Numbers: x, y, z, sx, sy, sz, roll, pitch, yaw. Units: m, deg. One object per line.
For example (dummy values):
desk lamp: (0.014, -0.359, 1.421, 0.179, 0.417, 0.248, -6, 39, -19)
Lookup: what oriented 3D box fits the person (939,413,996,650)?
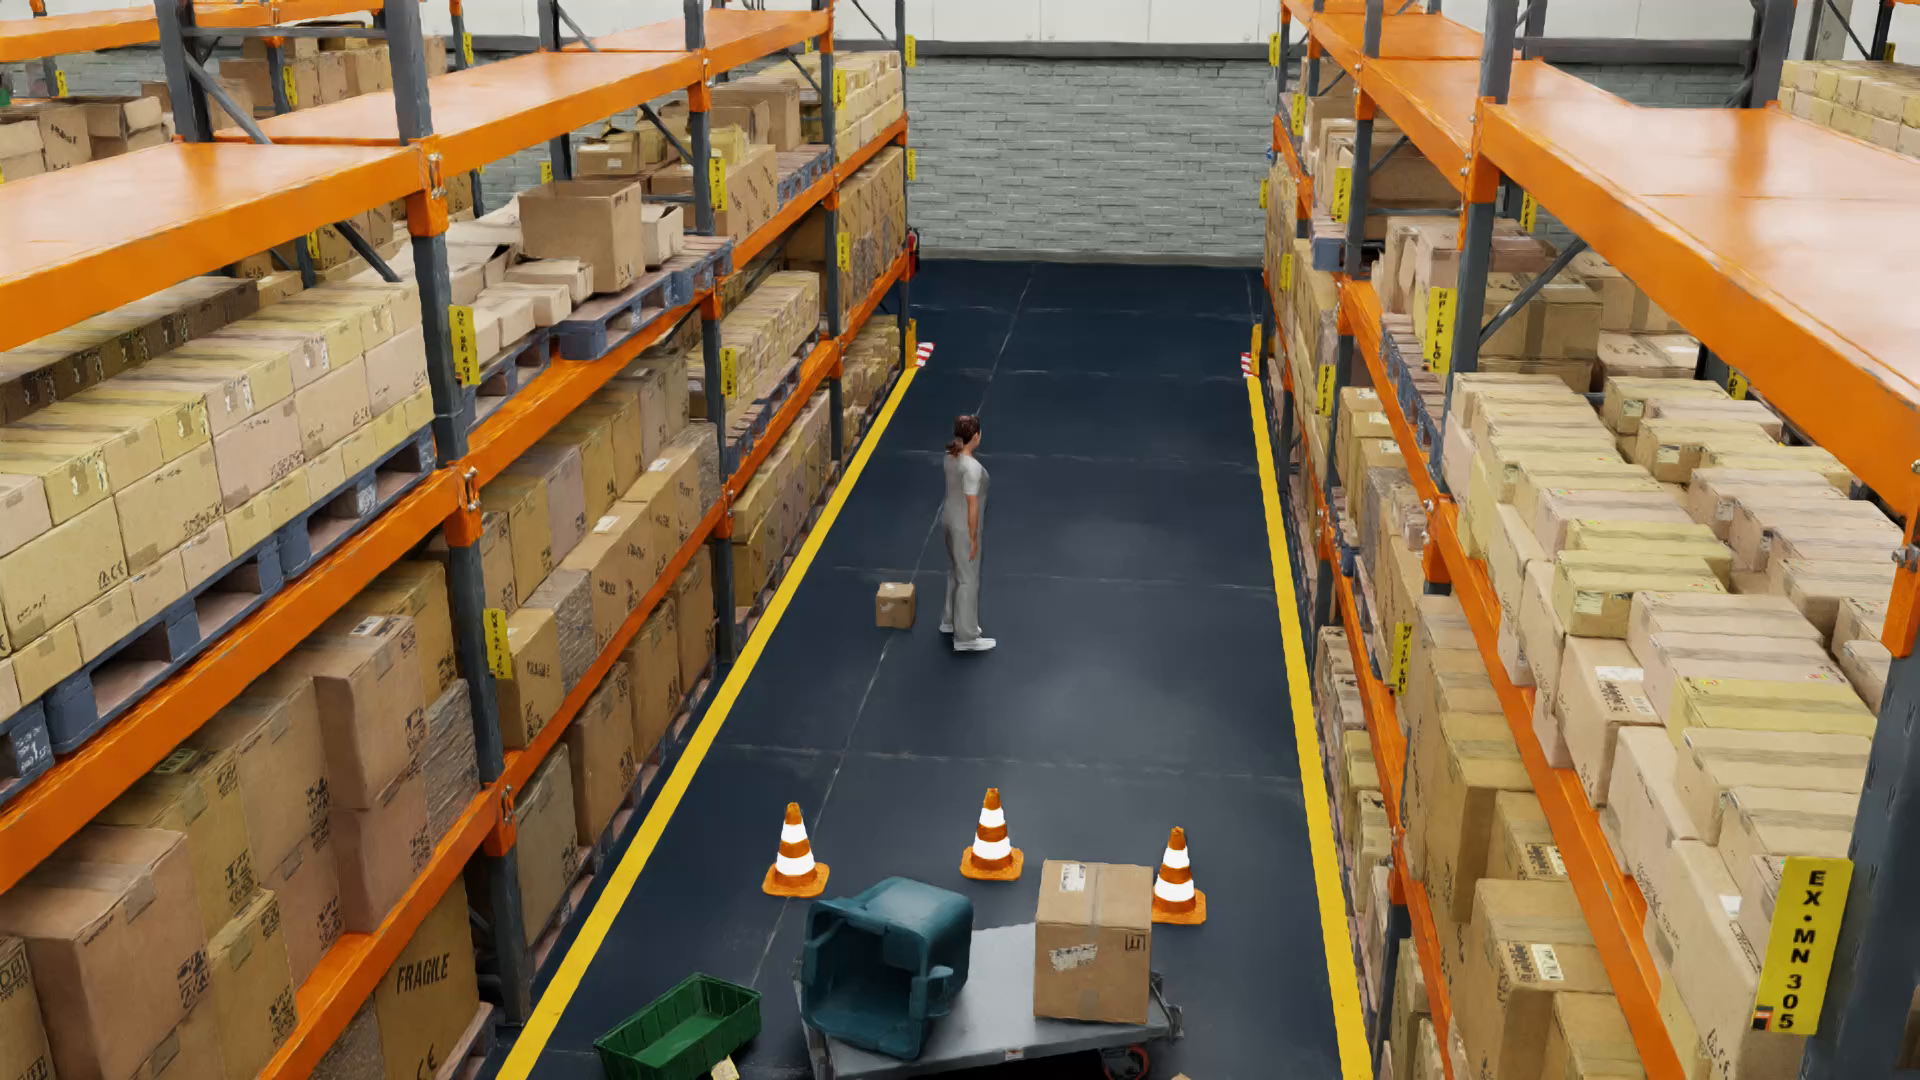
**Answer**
person: (0.043, -0.068, 11.655, 0.349, 1.672, 0.512, -10, 23, -24)
